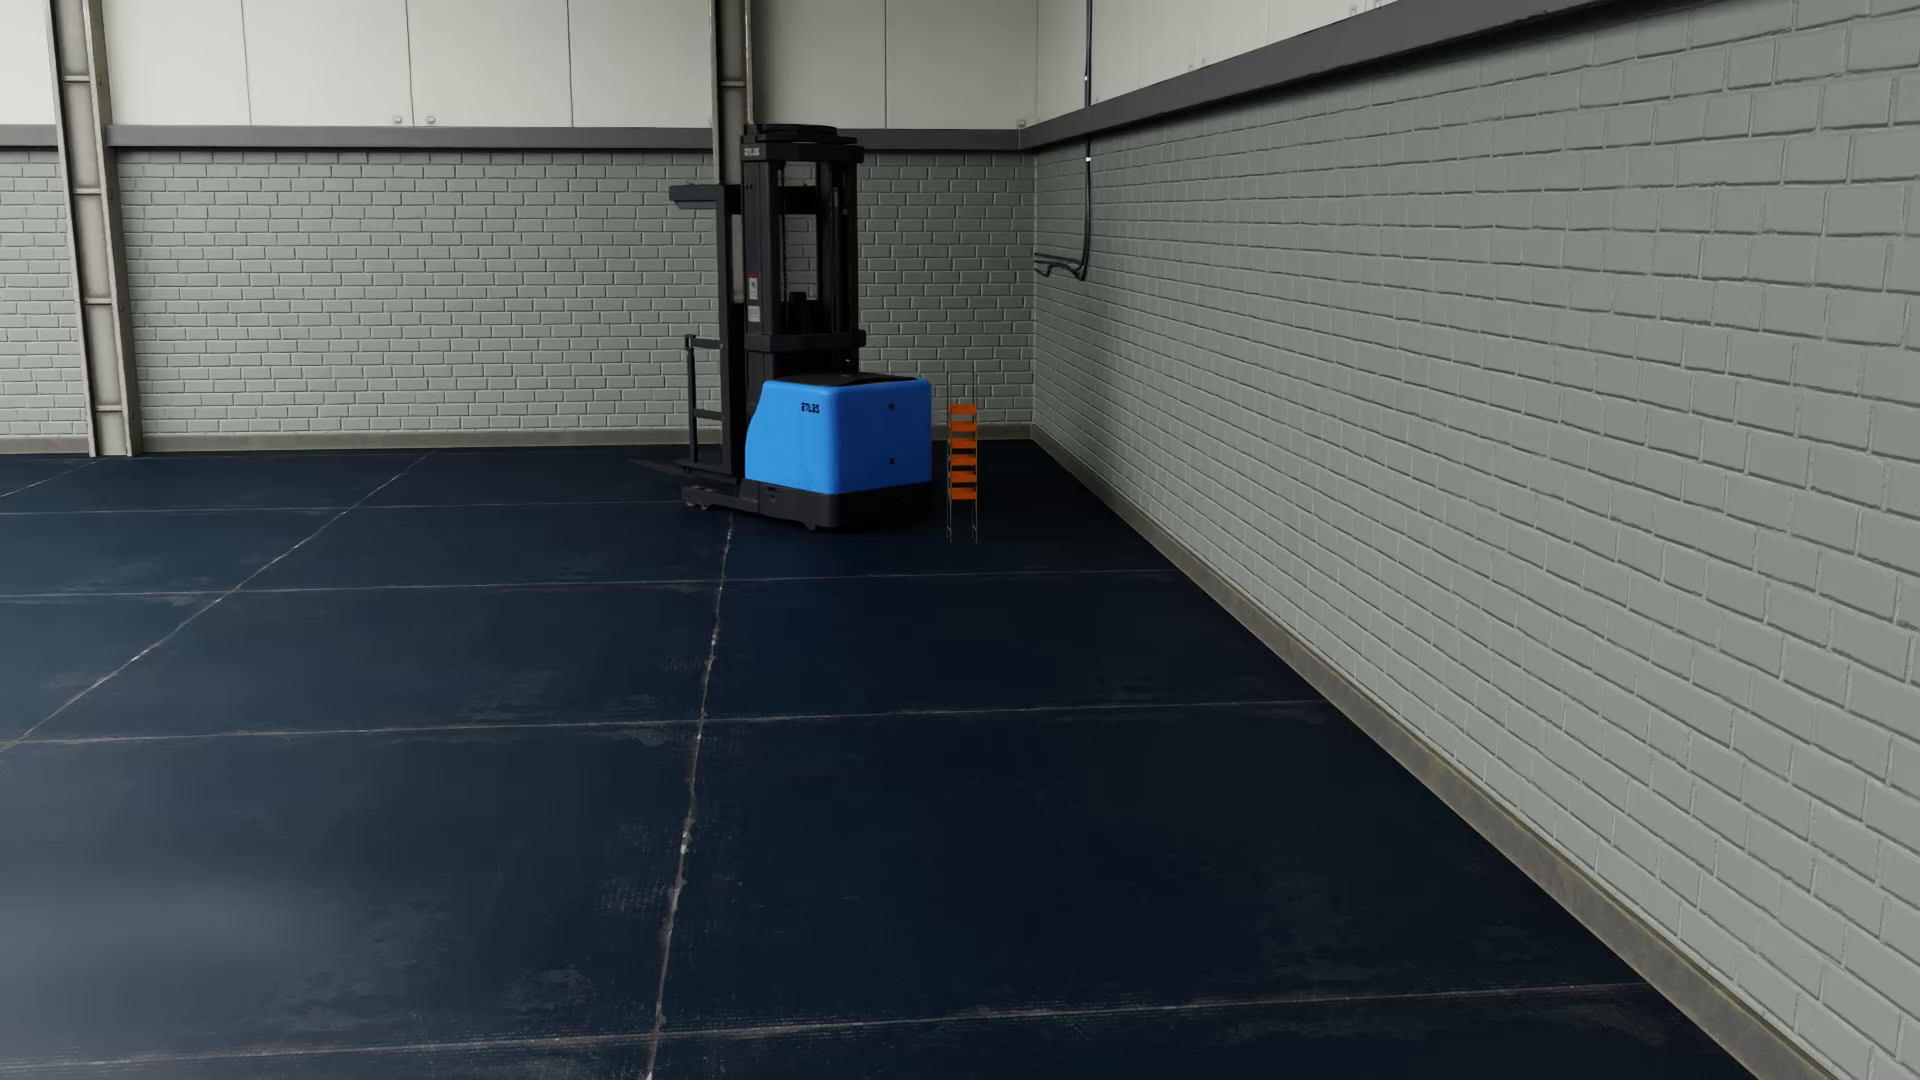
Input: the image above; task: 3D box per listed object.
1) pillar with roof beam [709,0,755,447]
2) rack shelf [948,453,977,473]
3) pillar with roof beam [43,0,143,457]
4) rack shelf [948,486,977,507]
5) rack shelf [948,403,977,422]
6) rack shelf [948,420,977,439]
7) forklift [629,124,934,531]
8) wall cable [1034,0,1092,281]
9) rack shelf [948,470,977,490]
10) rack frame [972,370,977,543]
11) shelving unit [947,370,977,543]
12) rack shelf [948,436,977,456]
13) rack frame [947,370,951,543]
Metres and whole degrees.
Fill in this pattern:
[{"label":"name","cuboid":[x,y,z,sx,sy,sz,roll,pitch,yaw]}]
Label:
[{"label":"pillar with roof beam","cuboid":[-1.731,-4.547,11.671,0.400,9.000,9.100,-1,11,-6]},{"label":"rack shelf","cuboid":[0.014,-0.545,11.762,0.180,0.103,0.258,-1,11,-6]},{"label":"pillar with roof beam","cuboid":[-7.696,-4.422,11.035,0.400,9.000,9.100,-1,11,-6]},{"label":"rack shelf","cuboid":[0.014,-0.310,11.809,0.180,0.103,0.258,-1,11,-6]},{"label":"rack shelf","cuboid":[0.014,-0.899,11.693,0.180,0.103,0.258,-1,11,-6]},{"label":"rack shelf","cuboid":[0.014,-0.781,11.716,0.180,0.103,0.258,-1,11,-6]},{"label":"forklift","cuboid":[-1.560,-1.732,13.081,1.130,2.935,3.031,-10,15,-41]},{"label":"wall cable","cuboid":[0.875,-3.657,15.192,0.112,2.526,3.097,-1,11,-6]},{"label":"rack shelf","cuboid":[0.014,-0.428,11.786,0.180,0.103,0.258,-1,11,-6]},{"label":"rack frame","cuboid":[0.105,-0.591,11.764,0.006,1.200,0.240,-1,11,-6]},{"label":"shelving unit","cuboid":[0.014,-0.589,11.754,0.189,1.200,0.258,-1,11,-6]},{"label":"rack shelf","cuboid":[0.014,-0.663,11.739,0.180,0.103,0.258,-1,11,-6]},{"label":"rack frame","cuboid":[-0.077,-0.587,11.744,0.006,1.200,0.240,-1,11,-6]}]
